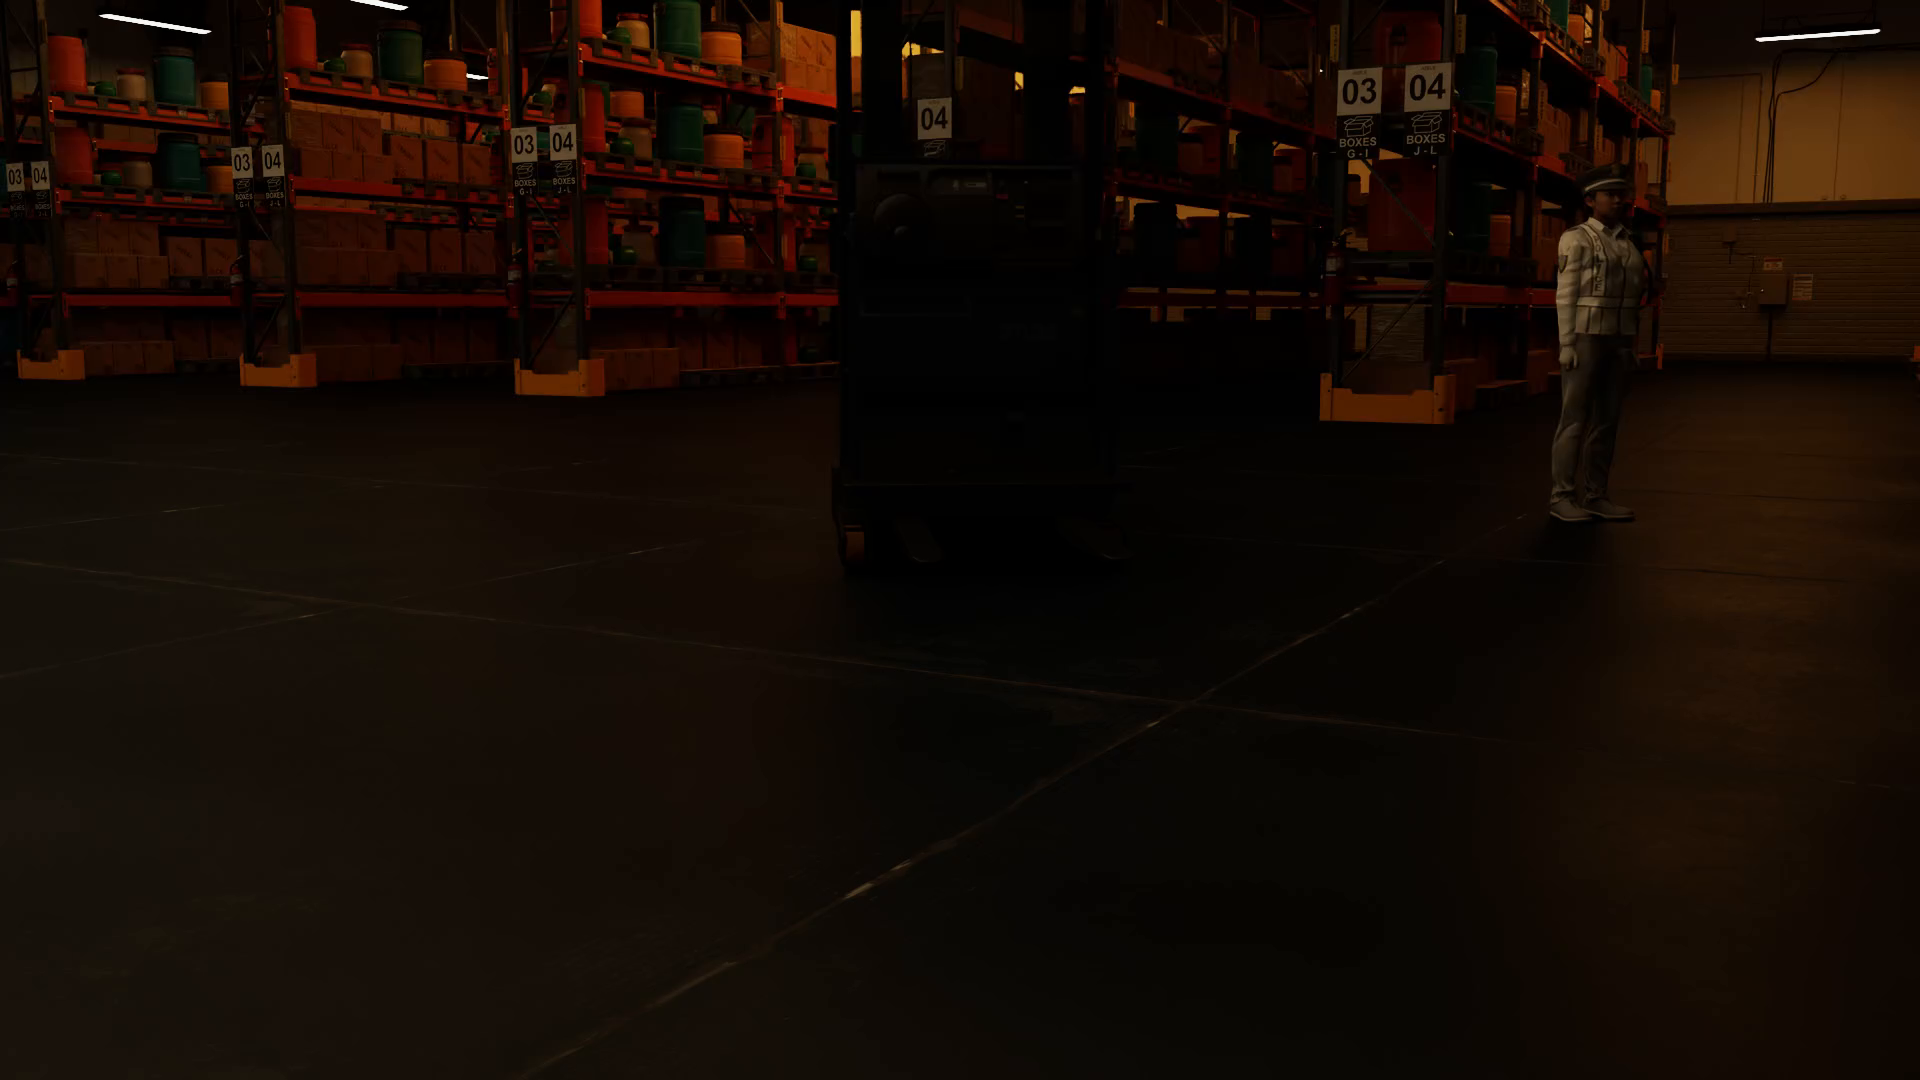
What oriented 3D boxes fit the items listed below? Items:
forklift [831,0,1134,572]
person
[{"bbox_3d":[0.065,-1.373,6.544,1.130,2.935,3.031,-1,8,-5],"label":"forklift"},{"bbox_3d":[3.064,-0.940,7.962,0.459,1.693,0.342,-3,9,-24],"label":"person"}]
